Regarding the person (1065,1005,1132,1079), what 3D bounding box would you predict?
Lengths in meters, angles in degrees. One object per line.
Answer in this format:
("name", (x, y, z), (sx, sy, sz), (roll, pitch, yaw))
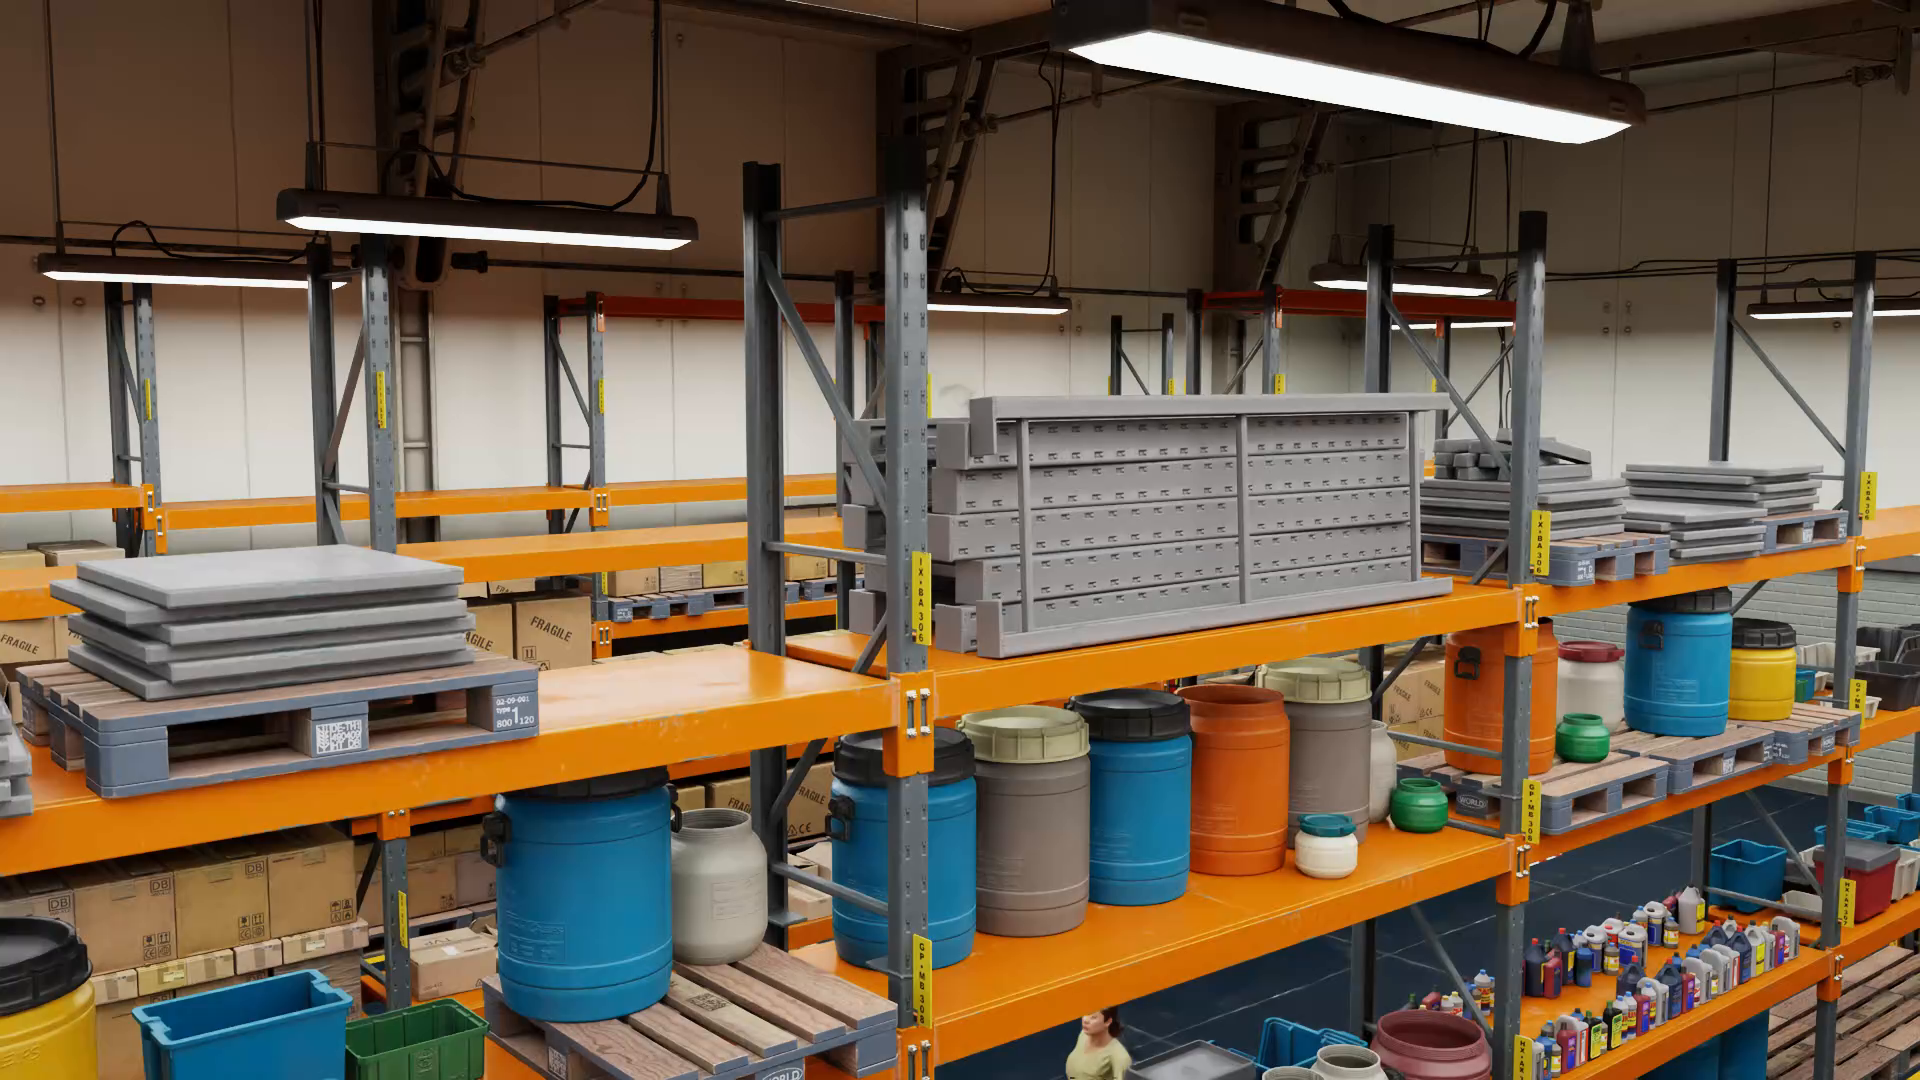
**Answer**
("person", (0.792, 3.420, 9.529), (0.734, 1.725, 0.547), (-5, 8, -43))
